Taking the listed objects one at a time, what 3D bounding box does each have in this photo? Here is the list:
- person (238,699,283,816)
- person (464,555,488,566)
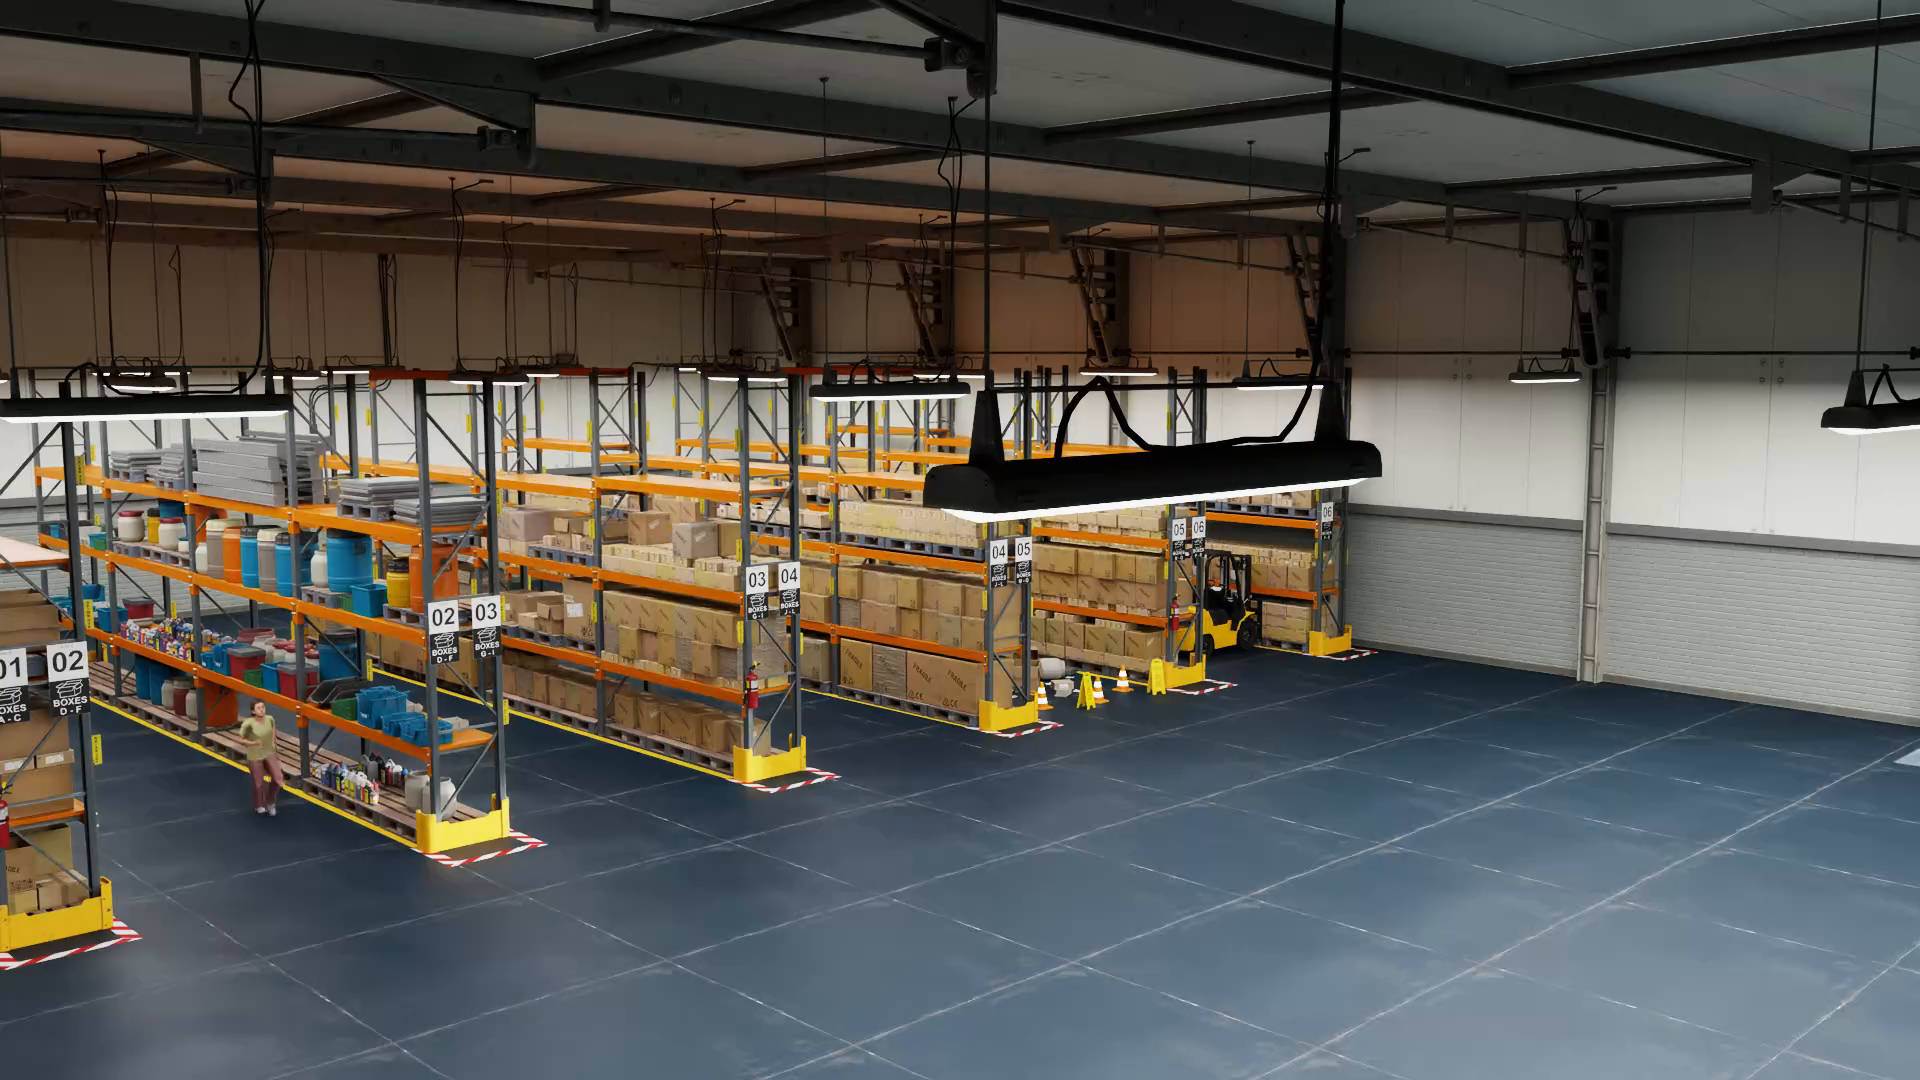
[{"bbox_3d":[-9.510,2.959,22.600,0.571,1.630,0.680,-6,9,-43],"label":"person"},{"bbox_3d":[-11.754,0.959,39.933,0.651,1.751,0.836,5,8,37],"label":"person"}]
